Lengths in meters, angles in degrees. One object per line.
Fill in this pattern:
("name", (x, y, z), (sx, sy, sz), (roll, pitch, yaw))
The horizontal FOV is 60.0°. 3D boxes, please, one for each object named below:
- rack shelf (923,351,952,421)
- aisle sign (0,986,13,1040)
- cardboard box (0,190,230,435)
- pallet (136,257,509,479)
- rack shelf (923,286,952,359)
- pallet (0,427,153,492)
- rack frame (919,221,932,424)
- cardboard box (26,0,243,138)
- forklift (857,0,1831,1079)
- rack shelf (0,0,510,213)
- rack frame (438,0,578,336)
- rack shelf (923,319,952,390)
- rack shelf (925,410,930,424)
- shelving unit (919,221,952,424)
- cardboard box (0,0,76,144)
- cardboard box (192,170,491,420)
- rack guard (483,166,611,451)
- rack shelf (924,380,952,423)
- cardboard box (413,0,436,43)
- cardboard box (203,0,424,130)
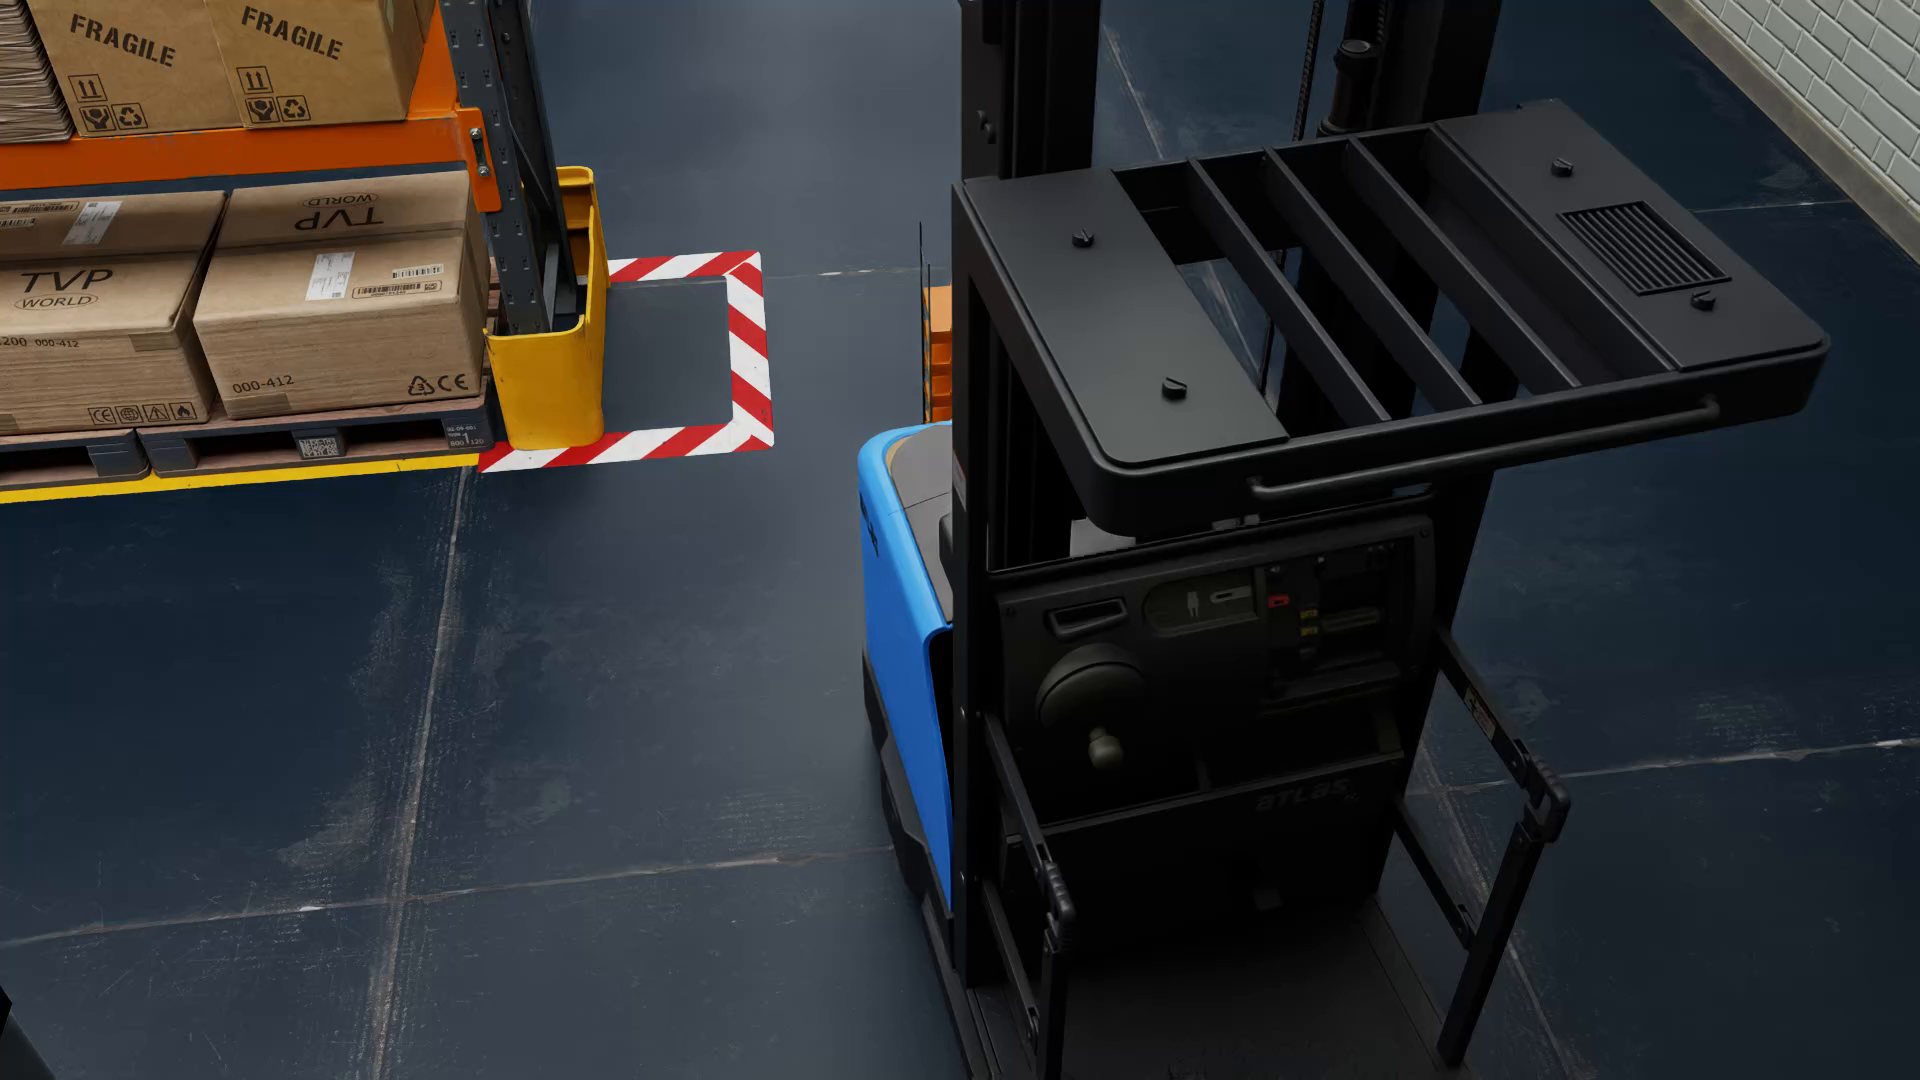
("rack shelf", (-0.014, -0.500, 5.278), (0.180, 0.103, 0.258), (-5, 42, -6))
("aisle sign", (-0.908, 0.294, 1.225), (0.004, 0.787, 0.394), (-5, 42, -6))
("cardboard box", (-3.132, -0.831, 6.014), (0.875, 0.438, 0.875), (-4, 42, -4))
("pallet", (-2.367, -0.679, 6.327), (1.213, 0.211, 1.003), (-5, 42, -6))
("rack shelf", (-0.014, -0.679, 5.117), (0.180, 0.103, 0.258), (-5, 42, -6))
("pallet", (-3.574, -0.575, 6.212), (1.213, 0.211, 1.003), (-5, 42, -6))
("rack frame", (-0.105, -0.436, 5.320), (0.006, 1.200, 0.240), (-5, 42, -6))
("cardboard box", (-2.528, -1.622, 5.216), (0.500, 0.500, 0.500), (-6, 42, -6))
("forklift", (0.588, 0.293, 3.218), (1.130, 2.935, 3.031), (-10, 43, -11))
("rack shelf", (-3.567, -1.395, 5.576), (4.000, 0.370, 1.077), (-5, 42, -6))
("rack frame", (-1.584, -1.836, 5.528), (0.127, 3.000, 1.000), (-5, 42, -6))
("rack shelf", (-0.014, -0.589, 5.198), (0.180, 0.103, 0.258), (-5, 42, -6))
("rack shelf", (-0.014, -0.322, 5.439), (0.180, 0.103, 0.258), (-5, 42, -6))
("shelving unit", (-0.014, -0.444, 5.329), (0.189, 1.200, 0.258), (-5, 42, -6))
("cardboard box", (-3.037, -1.570, 5.159), (0.500, 0.500, 0.500), (-4, 42, -4))
("cardboard box", (-2.226, -0.917, 6.108), (0.875, 0.438, 0.875), (-6, 42, -7))
("rack guard", (-1.561, -0.910, 6.367), (0.348, 0.500, 1.175), (-5, 42, -6))
("rack shelf", (-0.014, -0.411, 5.359), (0.180, 0.103, 0.258), (-5, 42, -6))
("cardboard box", (-2.098, -2.022, 5.659), (0.500, 0.500, 0.500), (-5, 42, -6))
("cardboard box", (-2.028, -1.655, 5.253), (0.500, 0.500, 0.500), (-5, 42, -5))
